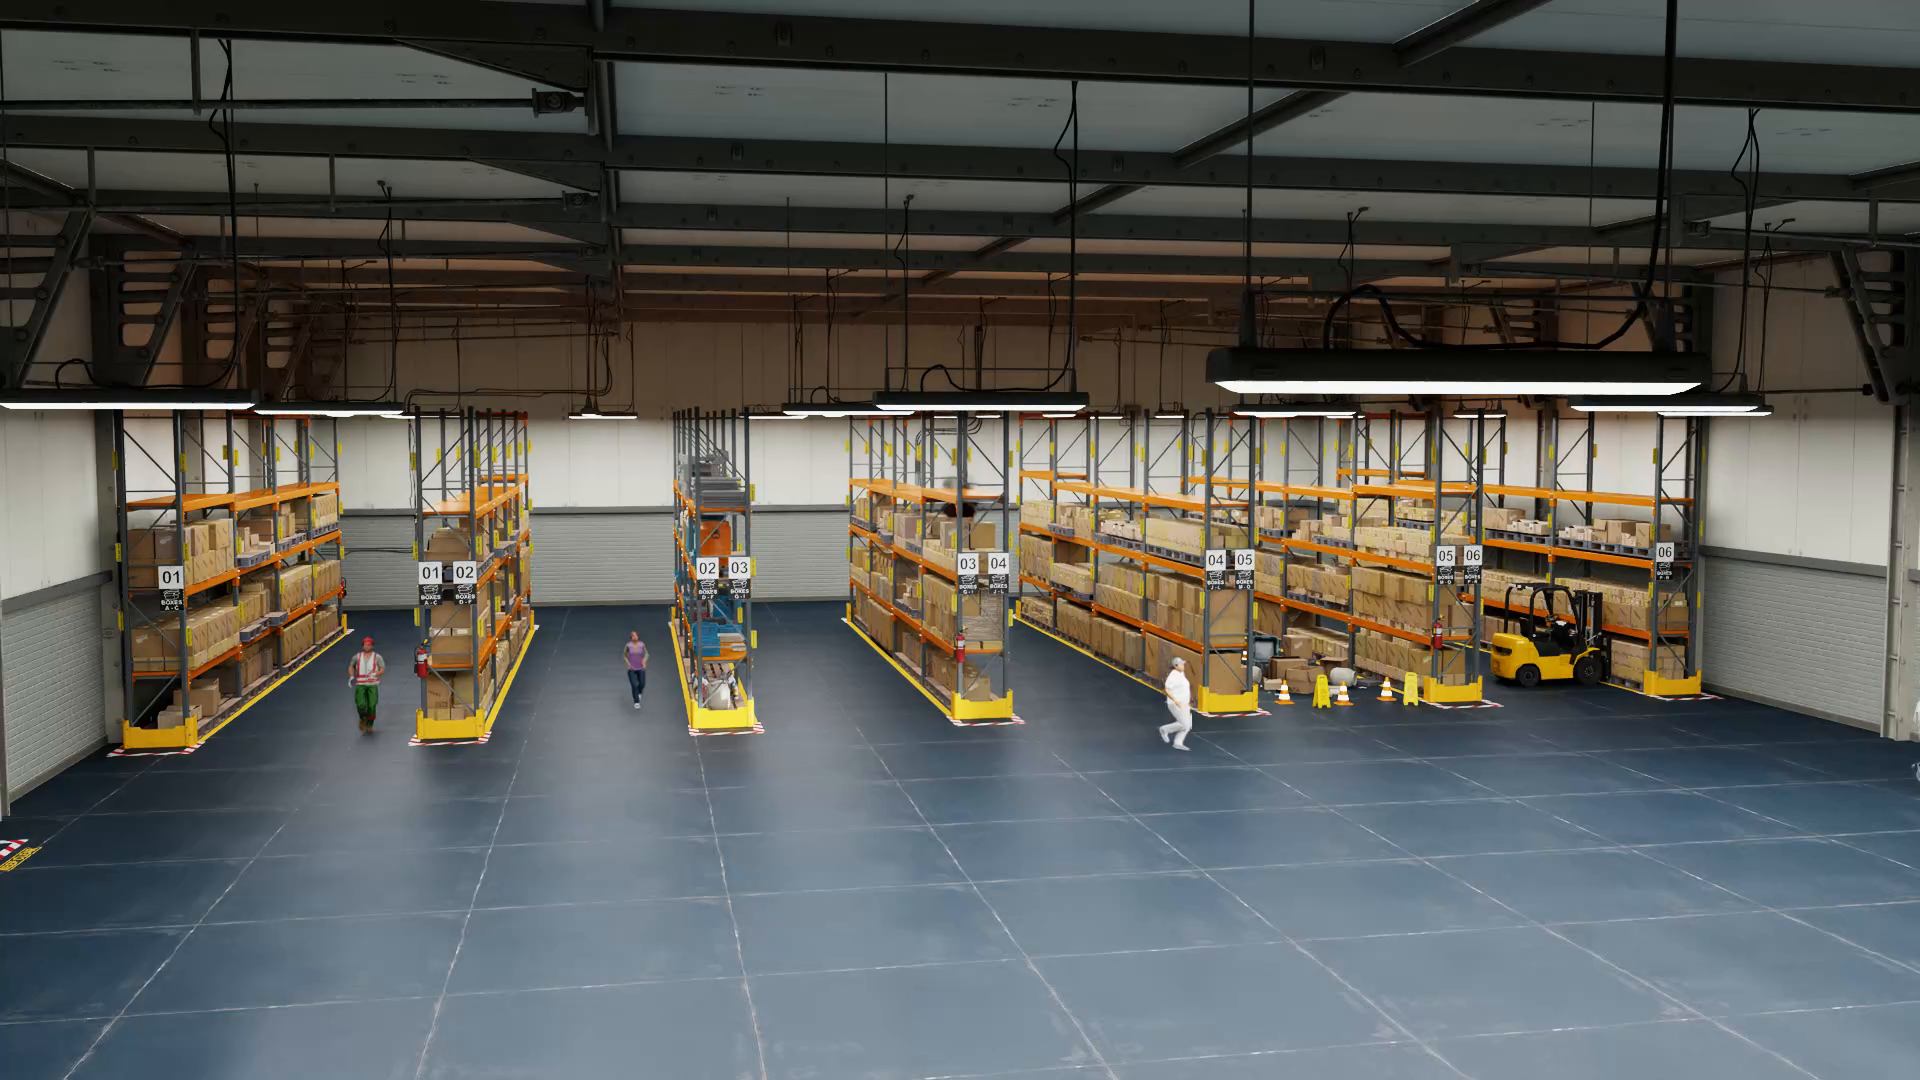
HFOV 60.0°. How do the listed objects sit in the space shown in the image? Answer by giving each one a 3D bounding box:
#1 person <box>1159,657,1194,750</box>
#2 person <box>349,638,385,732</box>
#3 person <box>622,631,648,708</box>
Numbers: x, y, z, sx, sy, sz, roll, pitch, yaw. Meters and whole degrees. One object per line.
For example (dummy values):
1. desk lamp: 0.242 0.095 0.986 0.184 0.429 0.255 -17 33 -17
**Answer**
1. person: 3.811 2.860 29.064 0.498 1.627 0.617 2 4 25
2. person: -10.891 2.668 30.529 0.643 1.738 0.599 -1 4 -15
3. person: -6.469 2.585 33.189 0.512 1.554 0.530 -1 4 -17
